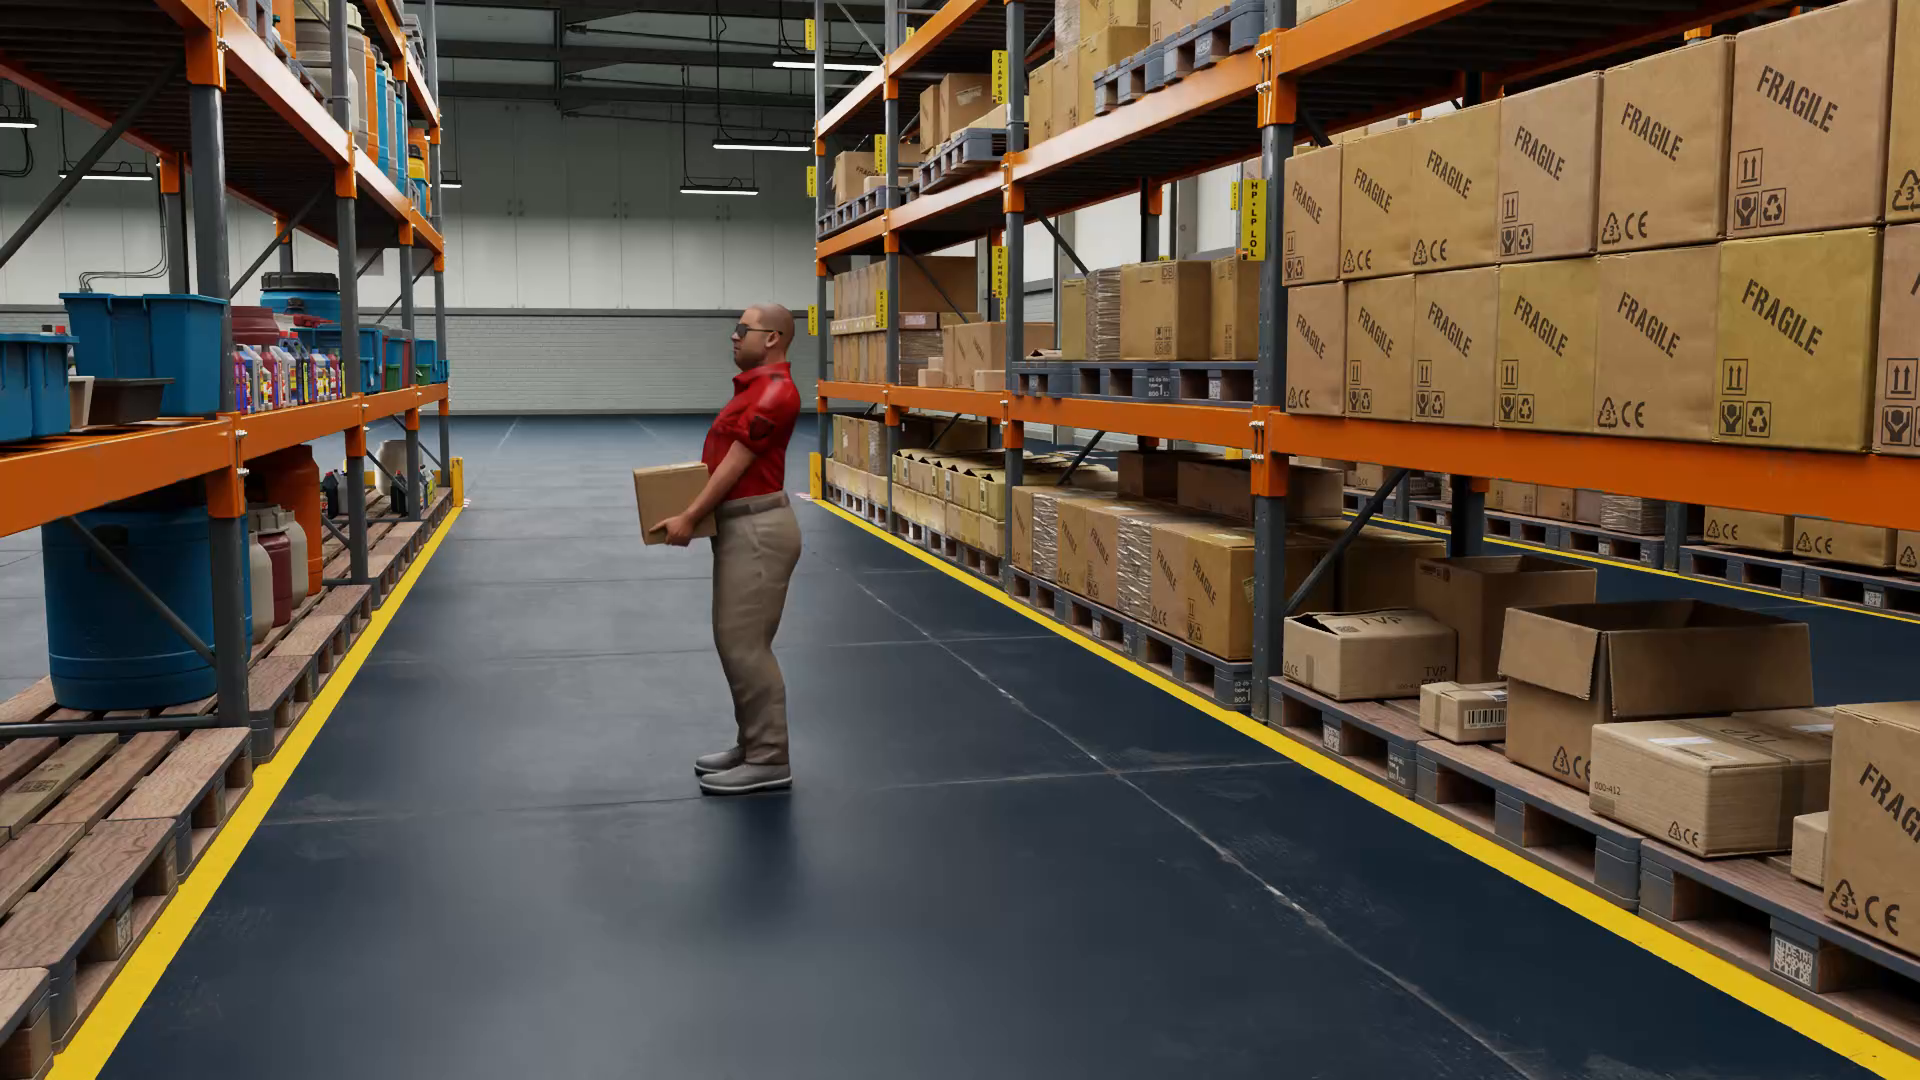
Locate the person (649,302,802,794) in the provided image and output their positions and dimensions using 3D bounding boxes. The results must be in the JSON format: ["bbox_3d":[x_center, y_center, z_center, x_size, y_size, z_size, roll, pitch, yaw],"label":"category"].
[{"bbox_3d":[-0.836,0.019,5.909,0.536,1.715,0.494,-1,6,-13],"label":"person"}]
